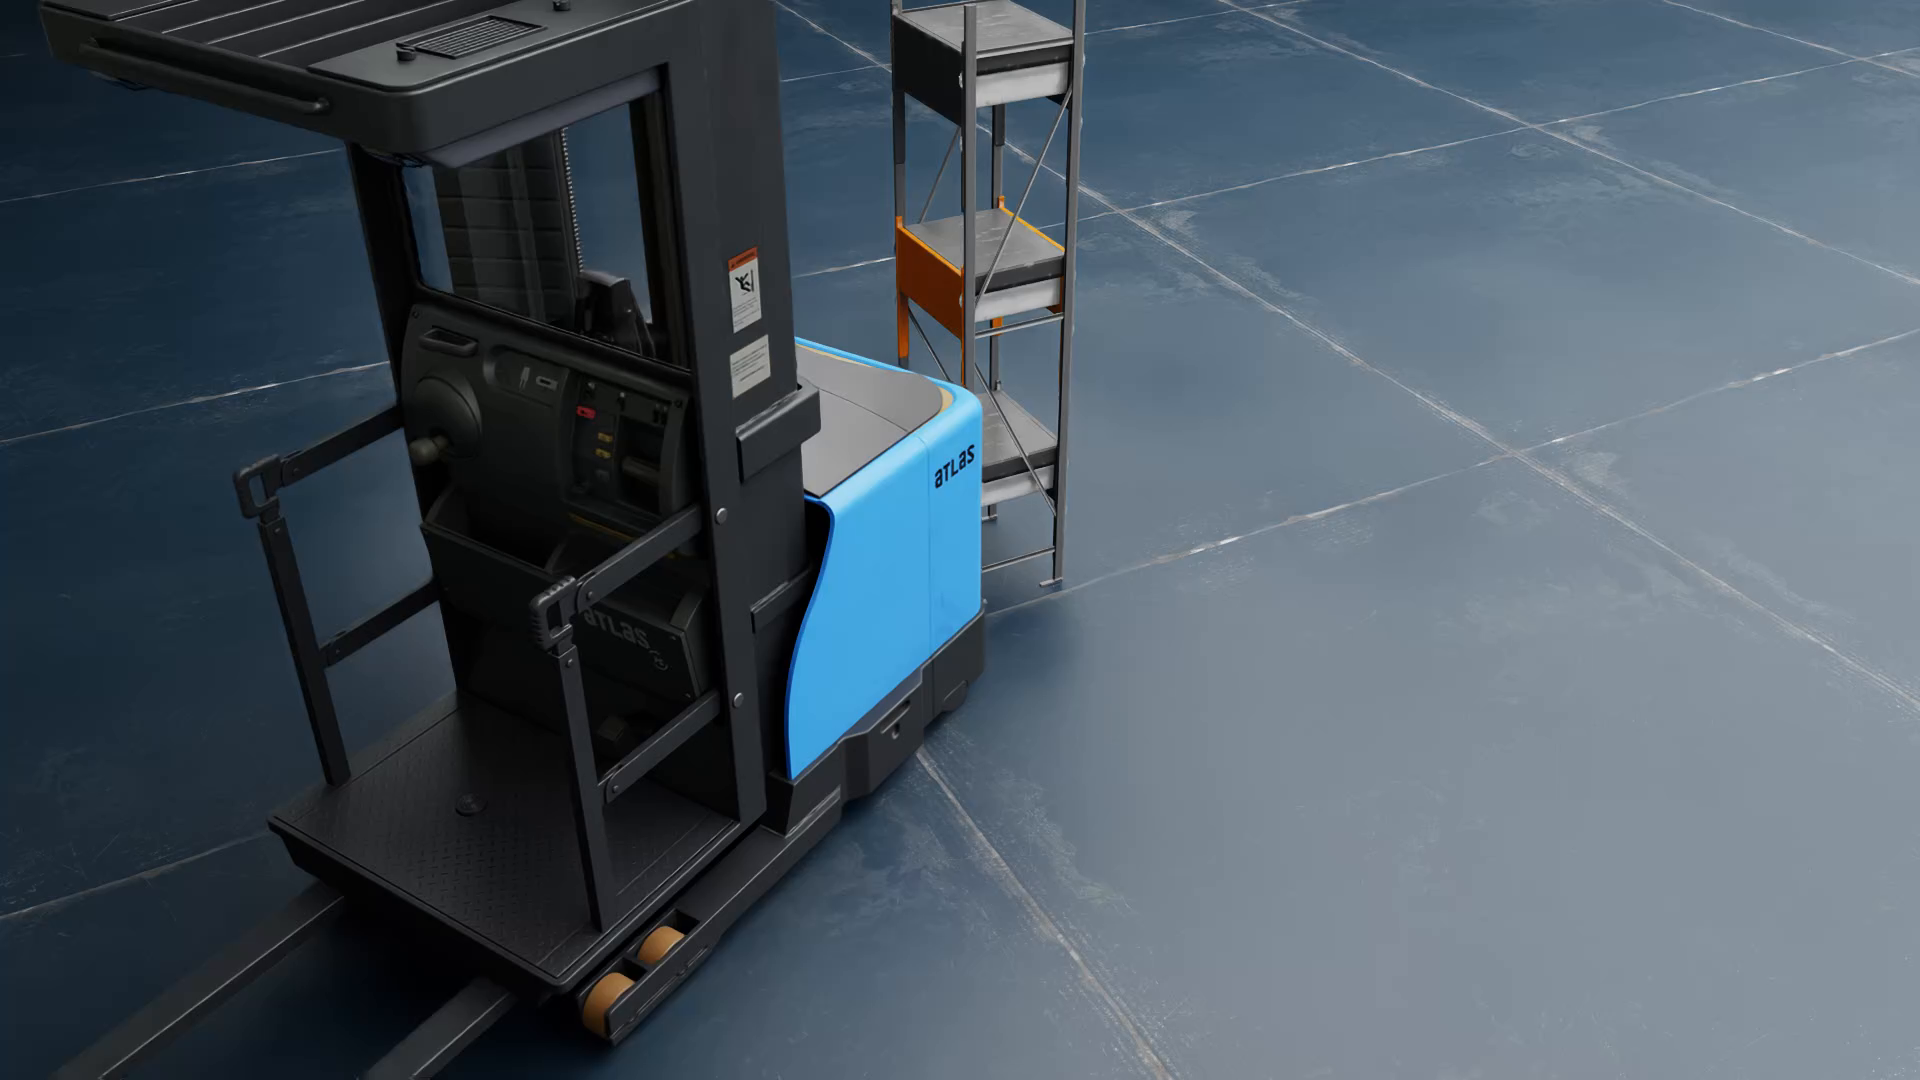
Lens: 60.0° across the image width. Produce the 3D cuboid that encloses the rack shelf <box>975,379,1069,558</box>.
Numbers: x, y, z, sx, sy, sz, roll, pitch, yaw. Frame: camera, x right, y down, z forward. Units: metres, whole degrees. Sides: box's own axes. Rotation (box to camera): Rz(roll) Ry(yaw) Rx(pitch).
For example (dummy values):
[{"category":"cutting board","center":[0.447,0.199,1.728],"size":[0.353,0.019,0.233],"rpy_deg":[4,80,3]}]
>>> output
[{"category":"rack shelf","center":[0.077,-0.204,5.945],"size":[0.431,0.518,0.480],"rpy_deg":[-16,36,-23]}]

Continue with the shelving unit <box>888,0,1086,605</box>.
[{"category":"shelving unit","center":[0.077,-0.805,5.560],"size":[0.431,2.100,0.503],"rpy_deg":[-16,36,-23]}]

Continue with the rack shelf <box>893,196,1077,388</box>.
[{"category":"rack shelf","center":[0.077,-0.794,5.568],"size":[0.431,0.518,0.480],"rpy_deg":[-16,36,-23]}]

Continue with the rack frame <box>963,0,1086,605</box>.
[{"category":"rack frame","center":[0.191,-0.689,5.379],"size":[0.400,2.100,0.015],"rpy_deg":[-16,36,-23]}]

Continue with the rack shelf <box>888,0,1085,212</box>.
[{"category":"rack shelf","center":[0.077,-1.383,5.190],"size":[0.431,0.518,0.480],"rpy_deg":[-16,36,-23]}]

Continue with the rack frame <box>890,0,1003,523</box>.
[{"category":"rack frame","center":[-0.037,-0.922,5.742],"size":[0.400,2.100,0.015],"rpy_deg":[-16,36,-23]}]

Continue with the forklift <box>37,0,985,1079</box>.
[{"category":"forklift","center":[-1.144,-0.249,3.921],"size":[1.130,2.935,3.031],"rpy_deg":[19,37,27]}]
